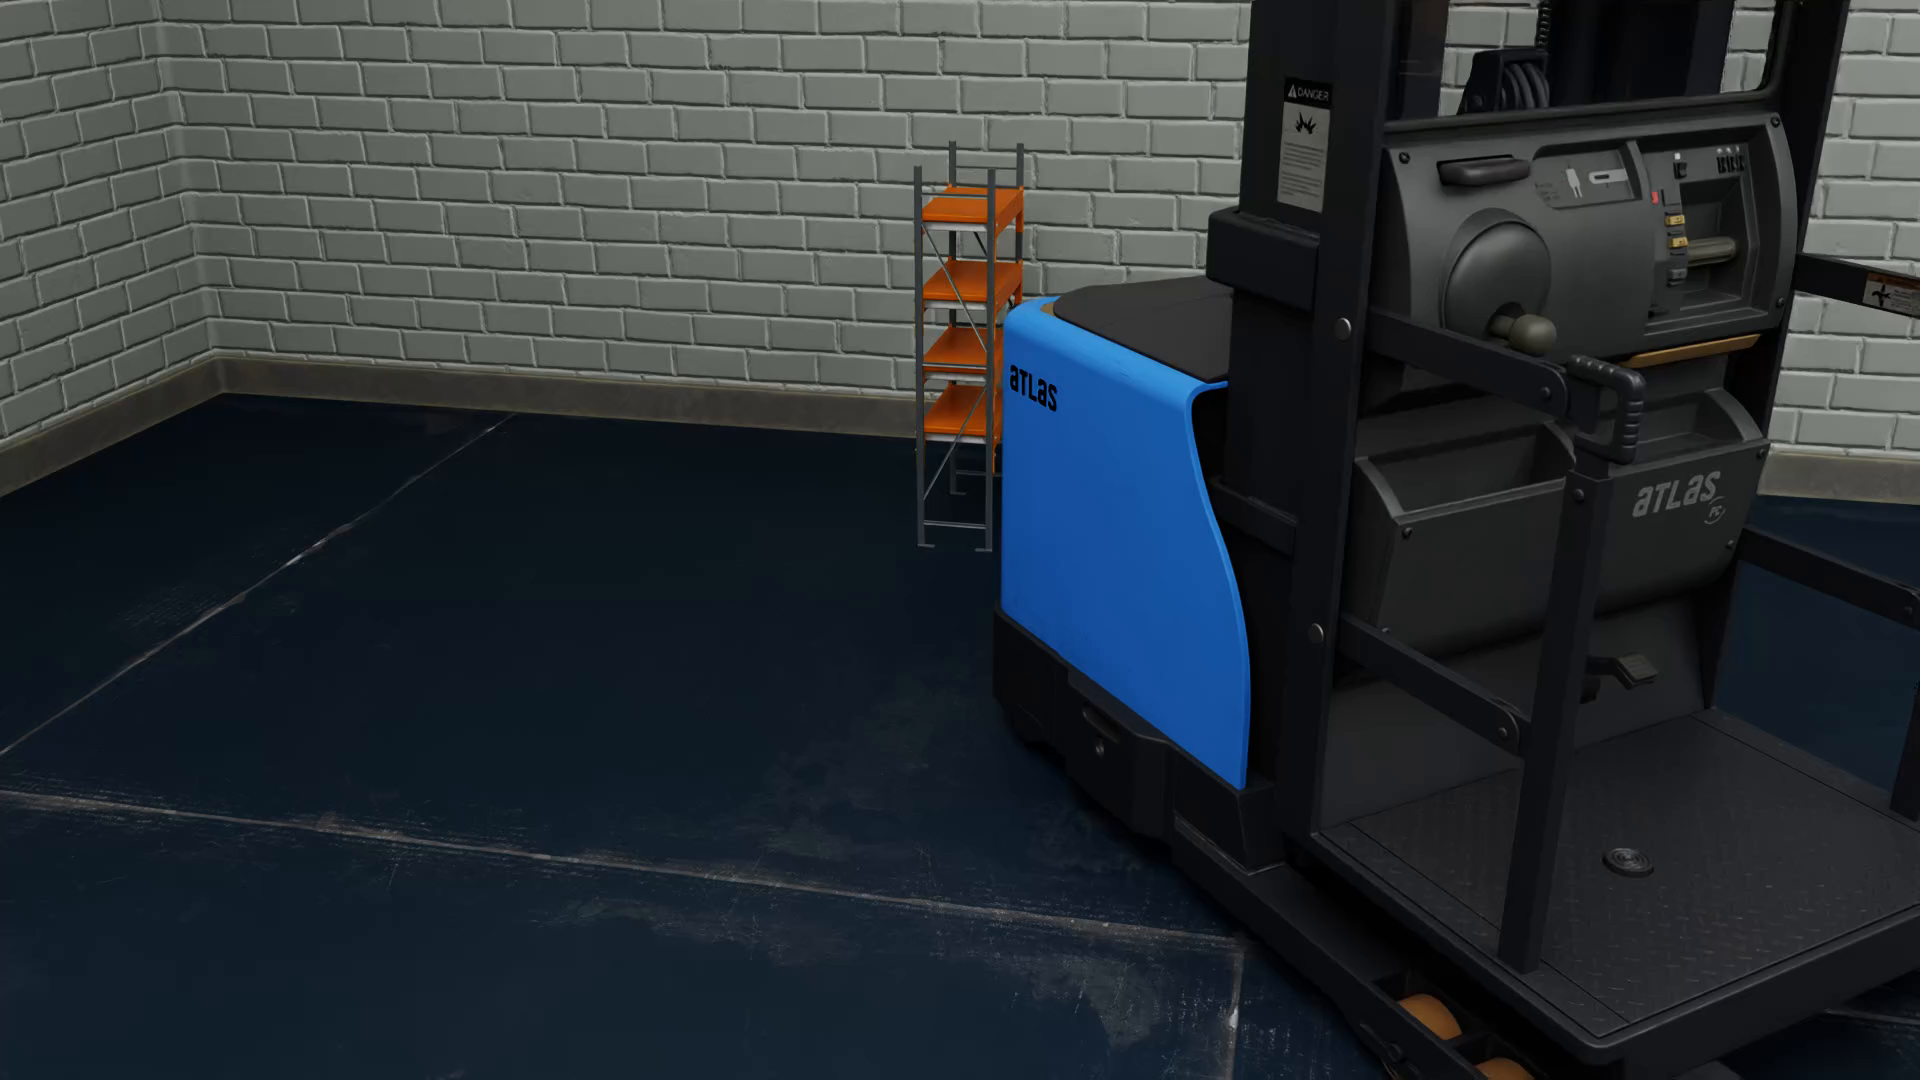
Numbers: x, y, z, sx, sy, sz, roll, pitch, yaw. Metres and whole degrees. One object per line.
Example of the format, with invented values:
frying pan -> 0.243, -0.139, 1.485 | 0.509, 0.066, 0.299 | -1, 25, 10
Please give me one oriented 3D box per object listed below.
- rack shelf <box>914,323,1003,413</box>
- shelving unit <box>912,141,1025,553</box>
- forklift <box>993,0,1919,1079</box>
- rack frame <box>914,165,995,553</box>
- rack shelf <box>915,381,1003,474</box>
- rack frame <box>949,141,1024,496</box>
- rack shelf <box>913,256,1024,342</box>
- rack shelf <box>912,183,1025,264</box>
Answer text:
rack shelf -> 0.034, -0.555, 5.305 | 0.258, 0.148, 0.480 | 4, 22, 11
shelving unit -> 0.034, -0.617, 5.280 | 0.258, 1.200, 0.503 | 4, 22, 11
forklift -> 1.214, -0.513, 2.705 | 1.130, 2.935, 3.031 | -11, 24, -26
rack frame -> -0.016, -0.528, 5.058 | 0.240, 1.200, 0.015 | 4, 22, 11
rack shelf -> 0.034, -0.371, 5.379 | 0.258, 0.148, 0.480 | 4, 22, 11
rack frame -> 0.084, -0.706, 5.501 | 0.240, 1.200, 0.015 | 4, 22, 11
rack shelf -> 0.034, -0.762, 5.221 | 0.258, 0.148, 0.480 | 4, 22, 11
rack shelf -> 0.034, -0.982, 5.133 | 0.258, 0.148, 0.480 | 4, 22, 11
